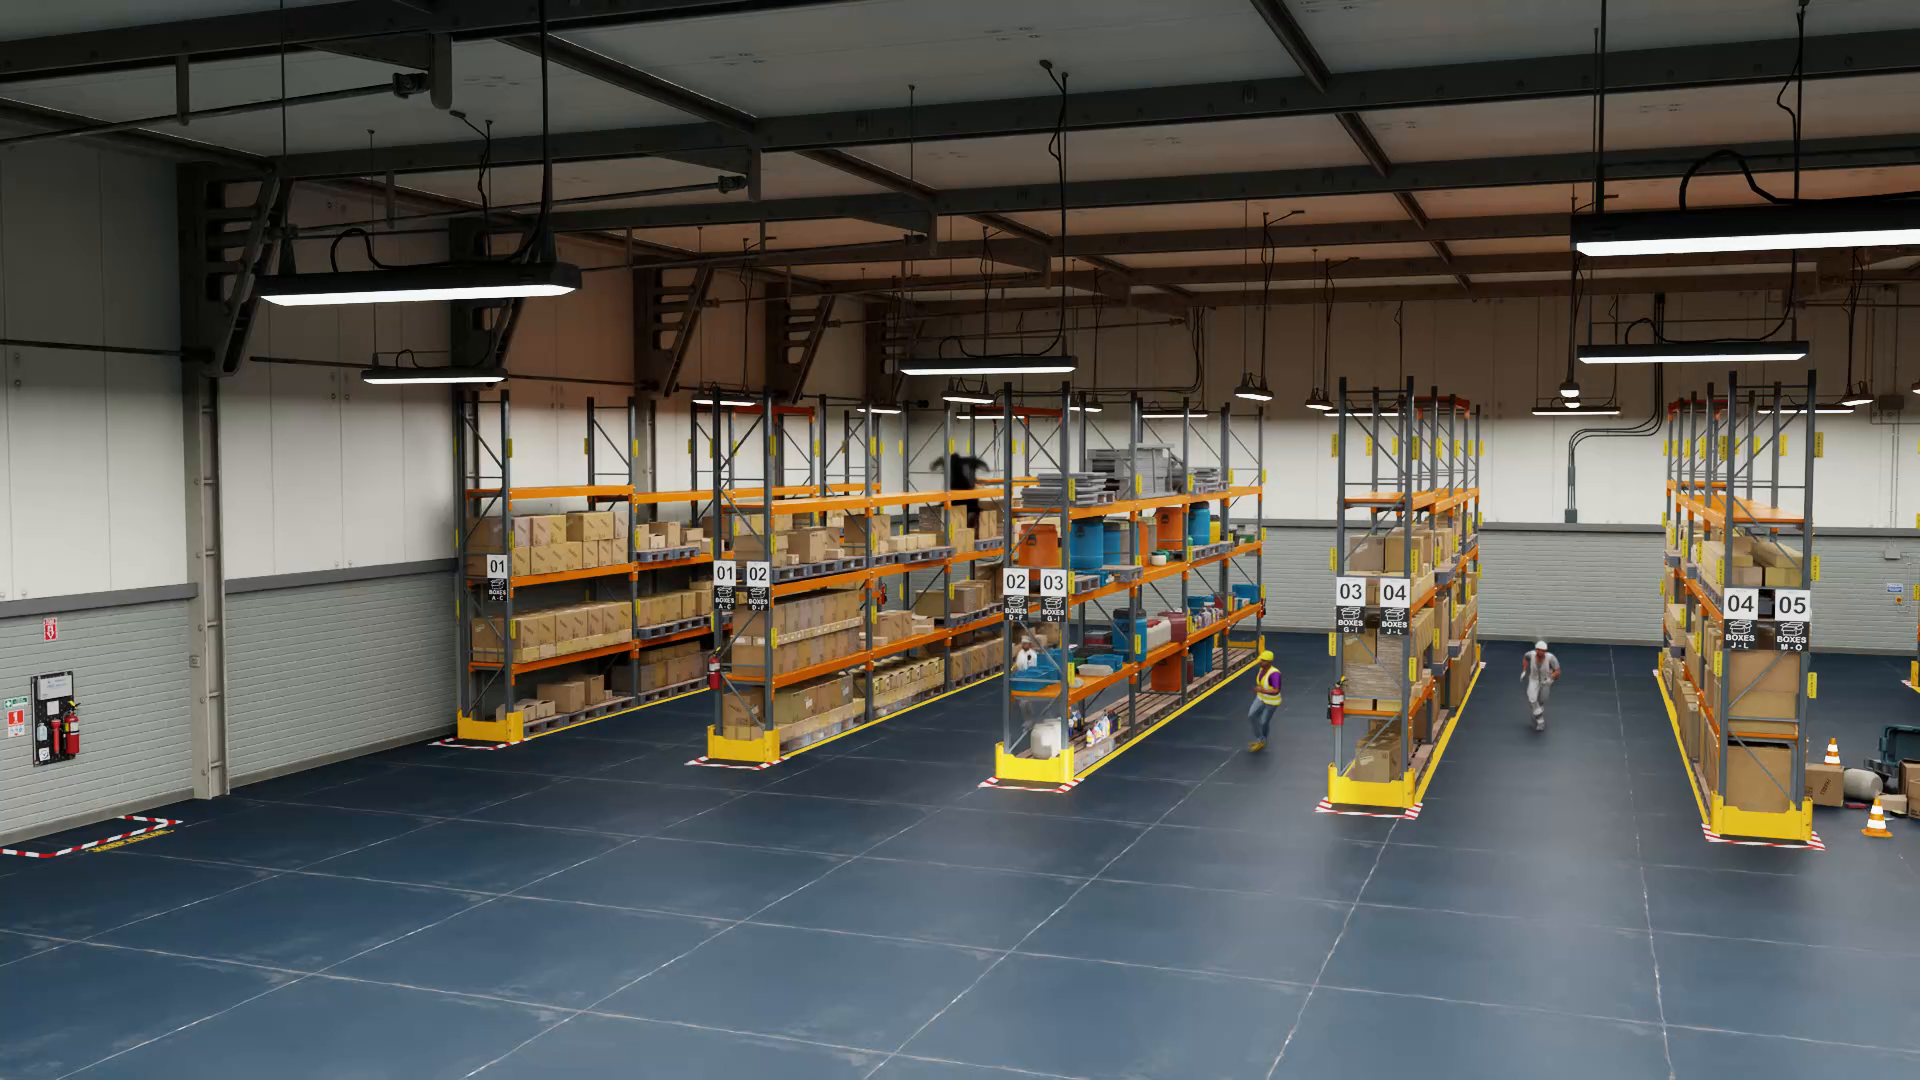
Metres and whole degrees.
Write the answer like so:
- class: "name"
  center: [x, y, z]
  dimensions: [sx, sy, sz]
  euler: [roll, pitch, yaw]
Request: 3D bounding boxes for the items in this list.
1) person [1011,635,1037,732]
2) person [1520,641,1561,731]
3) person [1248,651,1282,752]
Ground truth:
- class: "person"
  center: [1.161, 2.544, 29.501]
  dimensions: [0.568, 1.708, 0.624]
  euler: [3, 4, 40]
- class: "person"
  center: [10.382, 2.558, 29.748]
  dimensions: [0.688, 1.608, 1.134]
  euler: [1, 3, 21]
- class: "person"
  center: [5.013, 2.635, 27.376]
  dimensions: [0.725, 1.664, 0.822]
  euler: [-3, 4, -43]
